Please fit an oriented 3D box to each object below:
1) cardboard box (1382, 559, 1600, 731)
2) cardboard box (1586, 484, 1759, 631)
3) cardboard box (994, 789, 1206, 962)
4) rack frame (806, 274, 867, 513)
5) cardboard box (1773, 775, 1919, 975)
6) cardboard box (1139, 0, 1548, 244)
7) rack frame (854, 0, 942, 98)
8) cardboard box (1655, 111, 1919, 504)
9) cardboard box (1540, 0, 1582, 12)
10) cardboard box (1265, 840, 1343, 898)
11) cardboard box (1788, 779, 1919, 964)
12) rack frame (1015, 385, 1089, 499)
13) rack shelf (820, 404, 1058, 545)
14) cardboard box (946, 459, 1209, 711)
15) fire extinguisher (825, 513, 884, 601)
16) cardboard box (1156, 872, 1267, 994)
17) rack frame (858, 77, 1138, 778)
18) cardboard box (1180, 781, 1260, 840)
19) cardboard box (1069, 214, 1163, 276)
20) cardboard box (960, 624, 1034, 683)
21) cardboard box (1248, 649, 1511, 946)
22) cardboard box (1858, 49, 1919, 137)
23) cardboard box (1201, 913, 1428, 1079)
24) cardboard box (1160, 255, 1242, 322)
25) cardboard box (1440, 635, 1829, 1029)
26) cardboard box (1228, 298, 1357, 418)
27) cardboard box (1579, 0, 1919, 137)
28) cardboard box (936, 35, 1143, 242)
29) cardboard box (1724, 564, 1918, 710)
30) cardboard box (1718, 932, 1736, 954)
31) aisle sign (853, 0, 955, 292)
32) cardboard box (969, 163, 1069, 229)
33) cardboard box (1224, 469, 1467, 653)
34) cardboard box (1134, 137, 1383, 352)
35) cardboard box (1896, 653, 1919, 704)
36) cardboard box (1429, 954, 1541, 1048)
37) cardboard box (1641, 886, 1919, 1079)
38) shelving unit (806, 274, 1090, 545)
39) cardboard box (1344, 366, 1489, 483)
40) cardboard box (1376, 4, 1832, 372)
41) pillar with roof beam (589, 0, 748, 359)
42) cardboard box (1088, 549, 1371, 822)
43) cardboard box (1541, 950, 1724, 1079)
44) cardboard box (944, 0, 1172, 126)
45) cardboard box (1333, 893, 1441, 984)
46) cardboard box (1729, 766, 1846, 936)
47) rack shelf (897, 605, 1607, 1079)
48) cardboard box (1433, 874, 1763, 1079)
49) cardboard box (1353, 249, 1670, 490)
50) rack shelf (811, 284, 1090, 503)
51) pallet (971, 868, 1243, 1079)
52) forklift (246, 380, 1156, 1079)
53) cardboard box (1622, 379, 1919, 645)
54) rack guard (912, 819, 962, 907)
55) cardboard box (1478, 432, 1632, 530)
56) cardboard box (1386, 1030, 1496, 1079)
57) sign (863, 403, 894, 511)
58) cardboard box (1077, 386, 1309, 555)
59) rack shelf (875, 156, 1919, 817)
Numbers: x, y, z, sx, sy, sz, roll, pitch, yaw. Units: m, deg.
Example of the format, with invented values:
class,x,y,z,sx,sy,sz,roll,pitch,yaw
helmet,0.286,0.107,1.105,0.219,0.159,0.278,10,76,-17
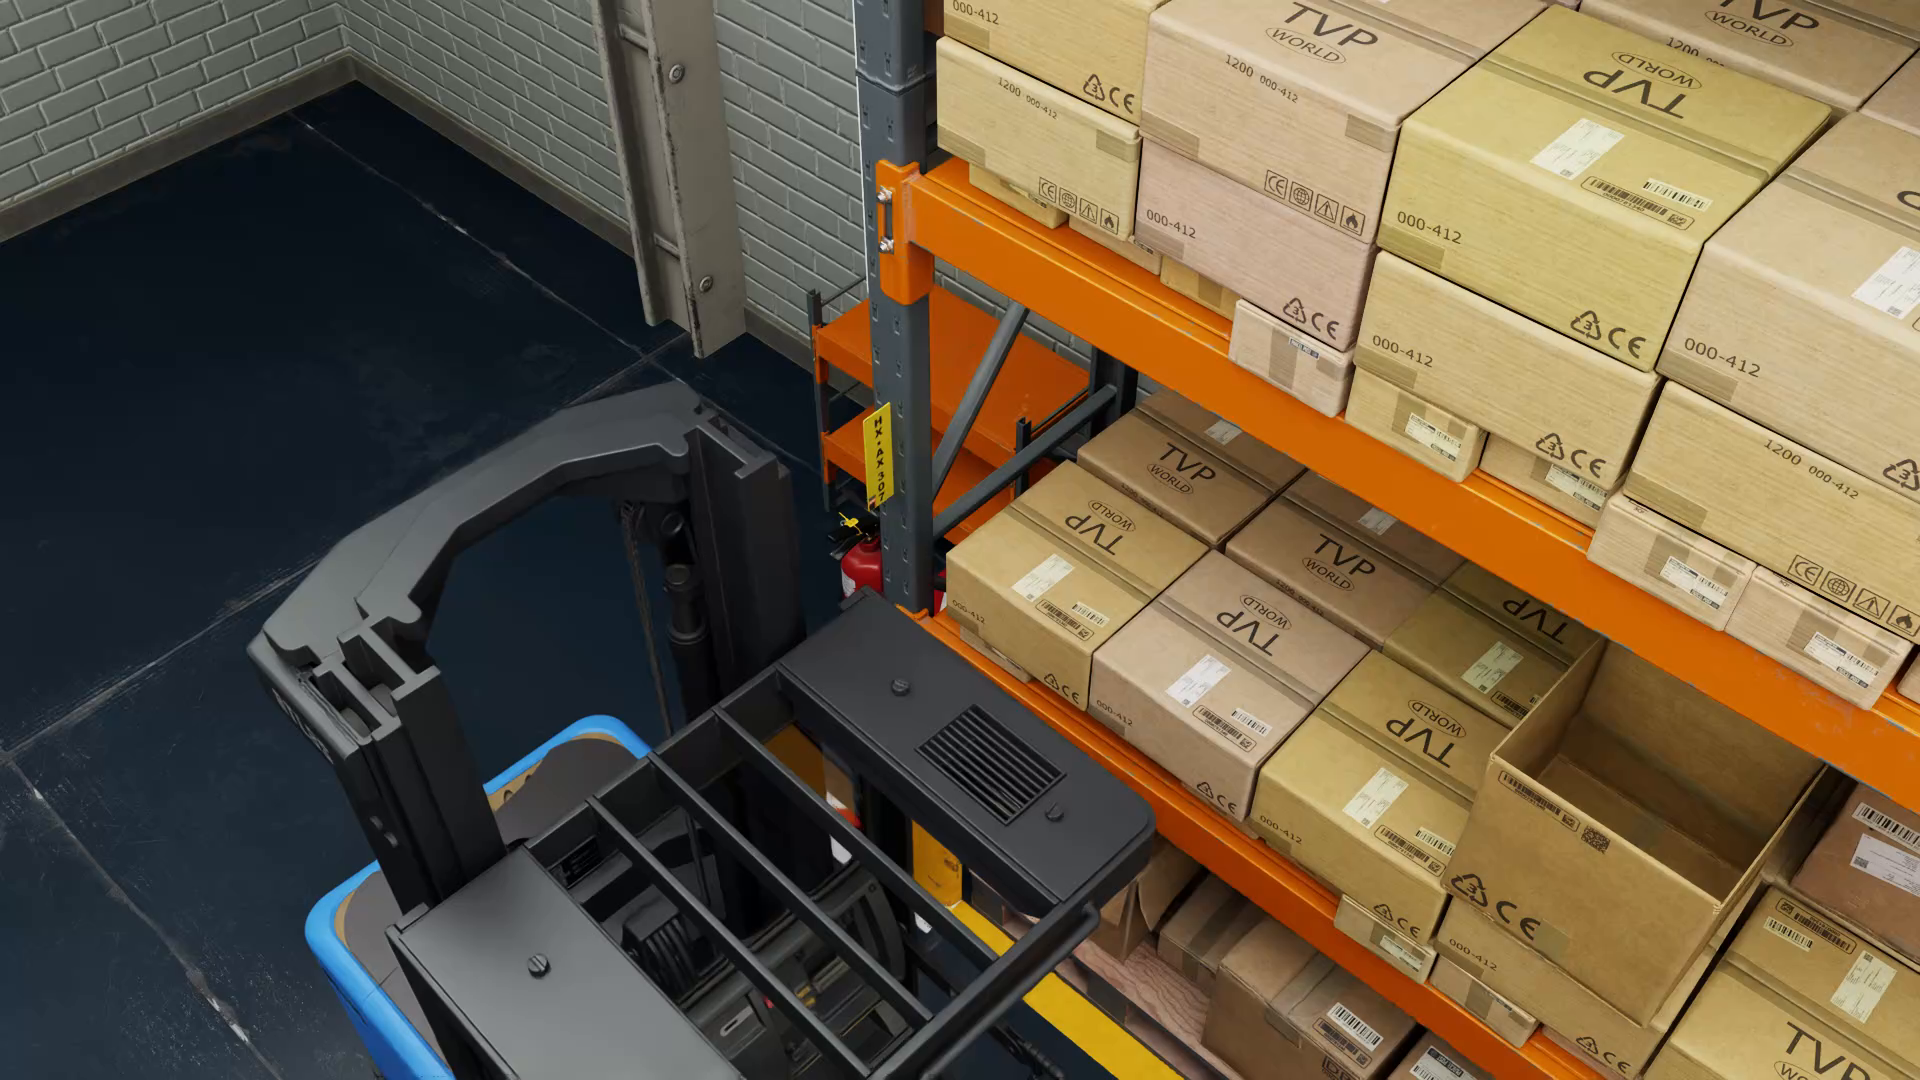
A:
class,x,y,z,sx,sy,sz,roll,pitch,yaw
cardboard box,1.418,0.331,4.281,0.500,0.250,0.500,36,56,29
cardboard box,1.298,-0.056,2.859,0.250,0.149,0.380,34,55,28
cardboard box,0.546,0.857,5.312,0.637,0.503,0.797,32,54,26
rack frame,-0.380,-0.638,6.578,0.032,1.125,0.500,34,55,28
cardboard box,2.168,0.830,3.812,0.500,0.250,0.500,35,56,28
cardboard box,0.678,-0.840,2.979,0.500,0.250,0.500,34,55,27
rack frame,0.161,-2.260,2.700,0.127,3.000,1.000,34,55,28
cardboard box,1.437,-0.352,2.521,0.500,0.250,0.500,35,56,29
cardboard box,1.059,-1.128,3.249,0.500,0.250,0.500,32,55,27
cardboard box,0.995,0.687,4.220,0.250,0.149,0.380,35,56,28
cardboard box,2.186,0.585,3.528,0.500,0.500,0.500,32,55,27
rack frame,0.369,-0.137,6.107,0.032,1.125,0.500,34,55,28
rack shelf,-0.005,-0.220,6.520,1.000,0.278,0.538,34,55,28
cardboard box,0.312,0.111,4.487,0.500,0.250,0.500,34,56,28
fire extinguisher,-0.261,0.122,4.887,0.183,0.674,0.296,34,55,28
cardboard box,0.832,1.209,5.225,0.250,0.149,0.380,32,54,26
rack frame,0.161,-0.207,4.887,0.127,3.000,1.000,34,55,28
cardboard box,0.796,0.559,4.340,0.250,0.149,0.380,36,56,29
cardboard box,0.448,-0.750,3.511,0.250,0.149,0.380,35,56,28
cardboard box,0.216,0.189,4.688,0.250,0.149,0.380,34,55,27
cardboard box,1.057,0.609,4.019,0.500,0.250,0.500,33,55,27
cardboard box,1.794,-0.617,2.770,0.500,0.250,0.500,34,55,28
cardboard box,1.148,1.302,4.897,0.700,0.500,0.500,-36,56,-29
cardboard box,0.625,-0.614,3.384,0.250,0.149,0.380,34,56,28
cardboard box,1.414,0.596,3.517,0.500,0.500,0.500,35,56,28
cardboard box,0.738,-0.436,3.216,0.250,0.149,0.380,35,56,28
cardboard box,1.444,-0.878,3.015,0.500,0.250,0.500,34,56,28
cardboard box,0.302,-0.918,3.396,0.500,0.250,0.500,33,55,27
cardboard box,1.484,0.065,2.746,0.250,0.149,0.380,35,56,28
cardboard box,1.876,0.807,4.107,0.250,0.149,0.380,36,56,29
aisle sign,-0.088,-0.973,3.823,0.004,0.787,0.394,34,55,28
cardboard box,0.237,-0.866,3.620,0.250,0.149,0.380,35,56,28
cardboard box,1.057,0.083,4.513,0.500,0.250,0.500,34,55,28
cardboard box,0.689,-0.678,3.170,0.500,0.250,0.500,35,56,28
cardboard box,1.723,0.157,2.659,0.250,0.149,0.380,34,56,28
cardboard box,1.337,0.971,3.953,0.250,0.149,0.380,35,56,28
cardboard box,1.825,1.106,3.553,0.500,0.250,0.500,34,55,27
shelving unit,-0.005,-0.387,6.342,1.048,1.125,0.538,34,55,28
cardboard box,0.935,-0.310,3.098,0.250,0.149,0.380,34,55,28
cardboard box,1.056,-0.599,2.753,0.500,0.250,0.500,33,55,27
pillar with roof beam,-4.129,-1.770,2.239,0.400,9.000,9.100,34,55,28
cardboard box,0.682,0.360,4.253,0.500,0.250,0.500,35,56,28
cardboard box,1.573,1.062,3.868,0.250,0.149,0.380,34,55,28
cardboard box,0.317,-1.101,3.225,0.500,0.250,0.500,33,55,27
cardboard box,1.129,0.852,4.065,0.250,0.149,0.380,32,55,27
cardboard box,1.802,0.589,4.038,0.500,0.250,0.500,34,55,28
rack shelf,1.631,1.028,4.221,4.000,0.370,1.077,34,55,28
cardboard box,1.447,0.851,3.793,0.500,0.250,0.500,33,55,27
cardboard box,1.057,-0.418,2.927,0.500,0.250,0.500,32,55,27
rack shelf,-0.005,-0.588,6.129,1.000,0.278,0.538,34,55,28
pallet,0.803,1.179,5.499,1.213,0.211,1.003,34,55,28
forklift,-0.347,1.224,3.591,1.130,2.935,3.031,-36,56,-29
cardboard box,1.453,-0.175,2.698,0.500,0.250,0.500,33,55,27
rack guard,0.217,0.686,5.763,0.348,0.500,1.175,34,55,28
cardboard box,1.159,-0.221,3.014,0.250,0.149,0.380,33,55,27
cardboard box,1.469,1.617,4.601,0.500,0.500,0.500,35,56,28
sign,-0.207,-0.213,4.298,0.005,0.325,0.100,34,55,28
cardboard box,0.679,-0.172,4.753,0.500,0.250,0.500,36,56,29
rack shelf,1.631,0.001,3.127,4.000,0.370,1.077,34,55,28
